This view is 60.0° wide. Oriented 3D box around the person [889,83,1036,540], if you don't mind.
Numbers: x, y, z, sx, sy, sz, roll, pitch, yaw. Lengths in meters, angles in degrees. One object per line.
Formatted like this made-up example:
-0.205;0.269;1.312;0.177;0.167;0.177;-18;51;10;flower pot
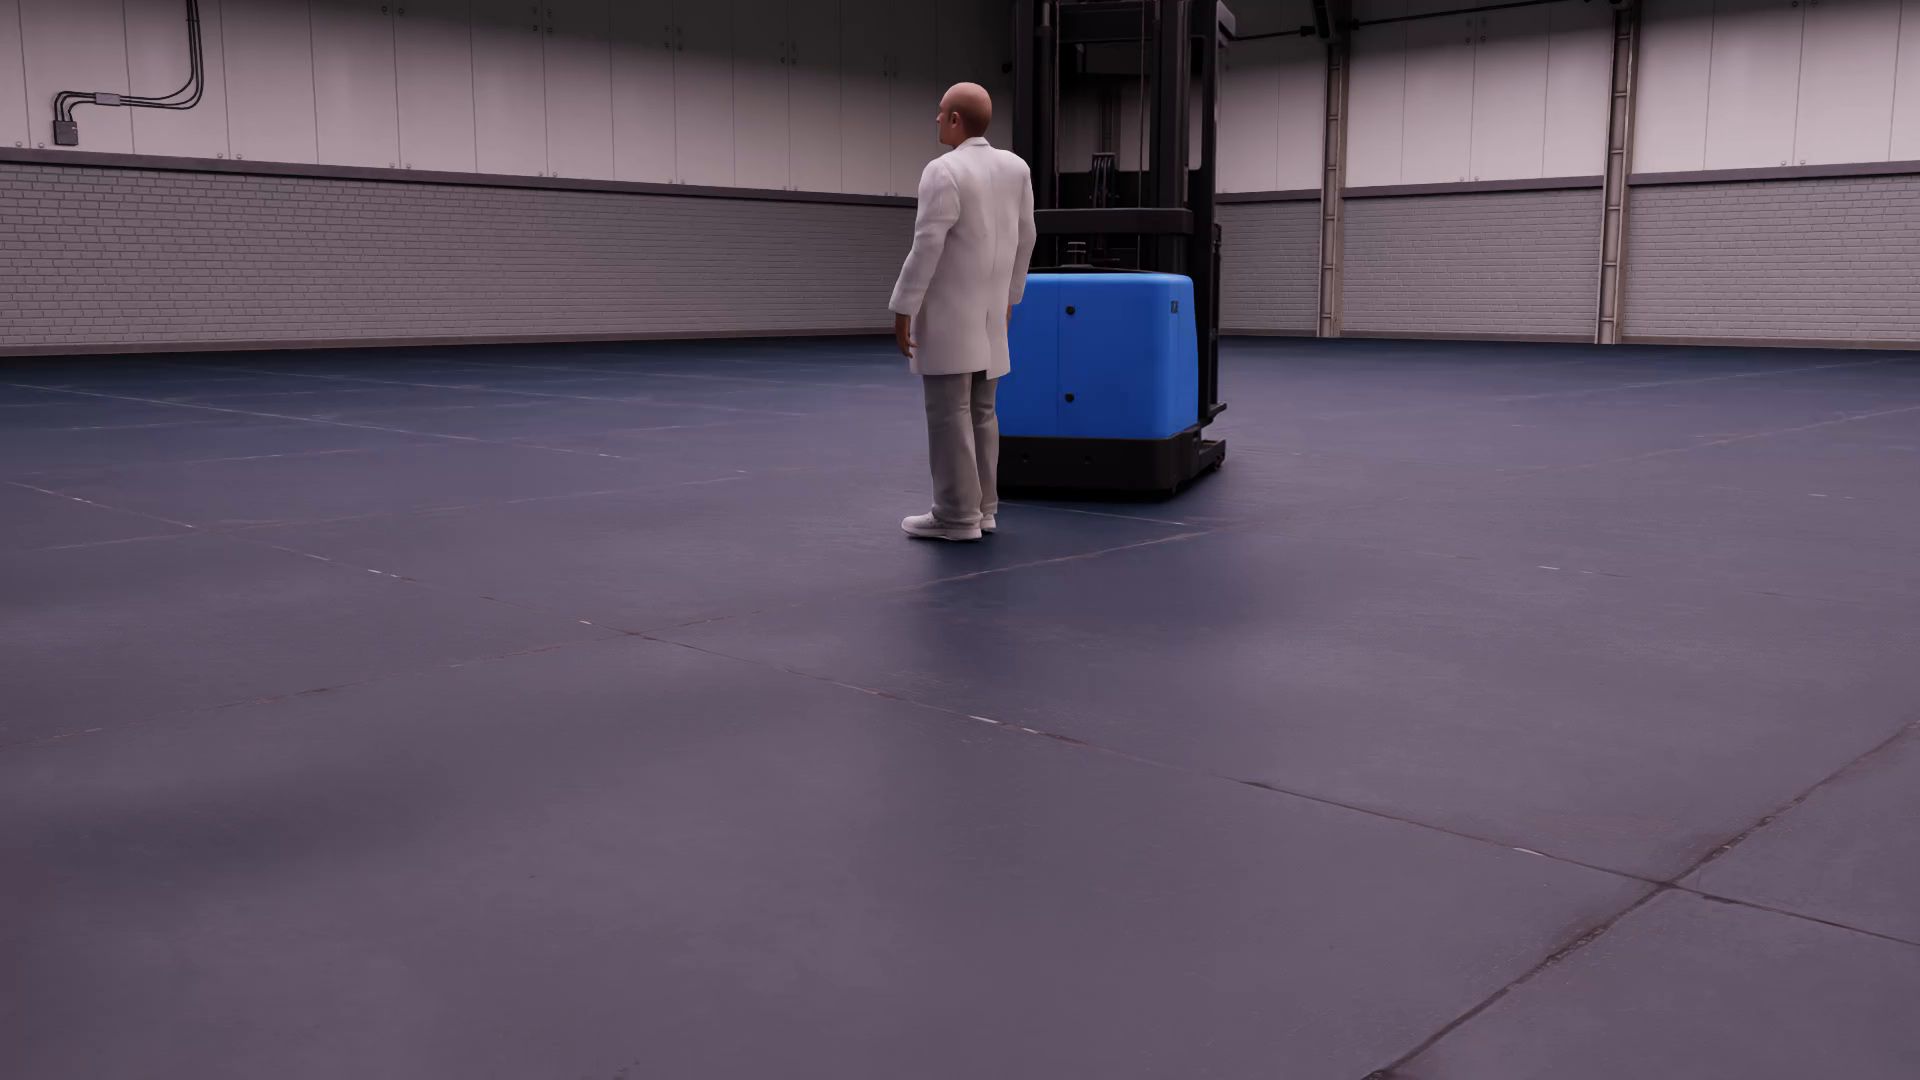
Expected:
-0.063;-0.896;6.650;0.578;1.778;0.696;8;12;43;person

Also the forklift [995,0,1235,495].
0.885;-1.844;9.121;1.130;2.935;3.031;3;9;16;forklift
